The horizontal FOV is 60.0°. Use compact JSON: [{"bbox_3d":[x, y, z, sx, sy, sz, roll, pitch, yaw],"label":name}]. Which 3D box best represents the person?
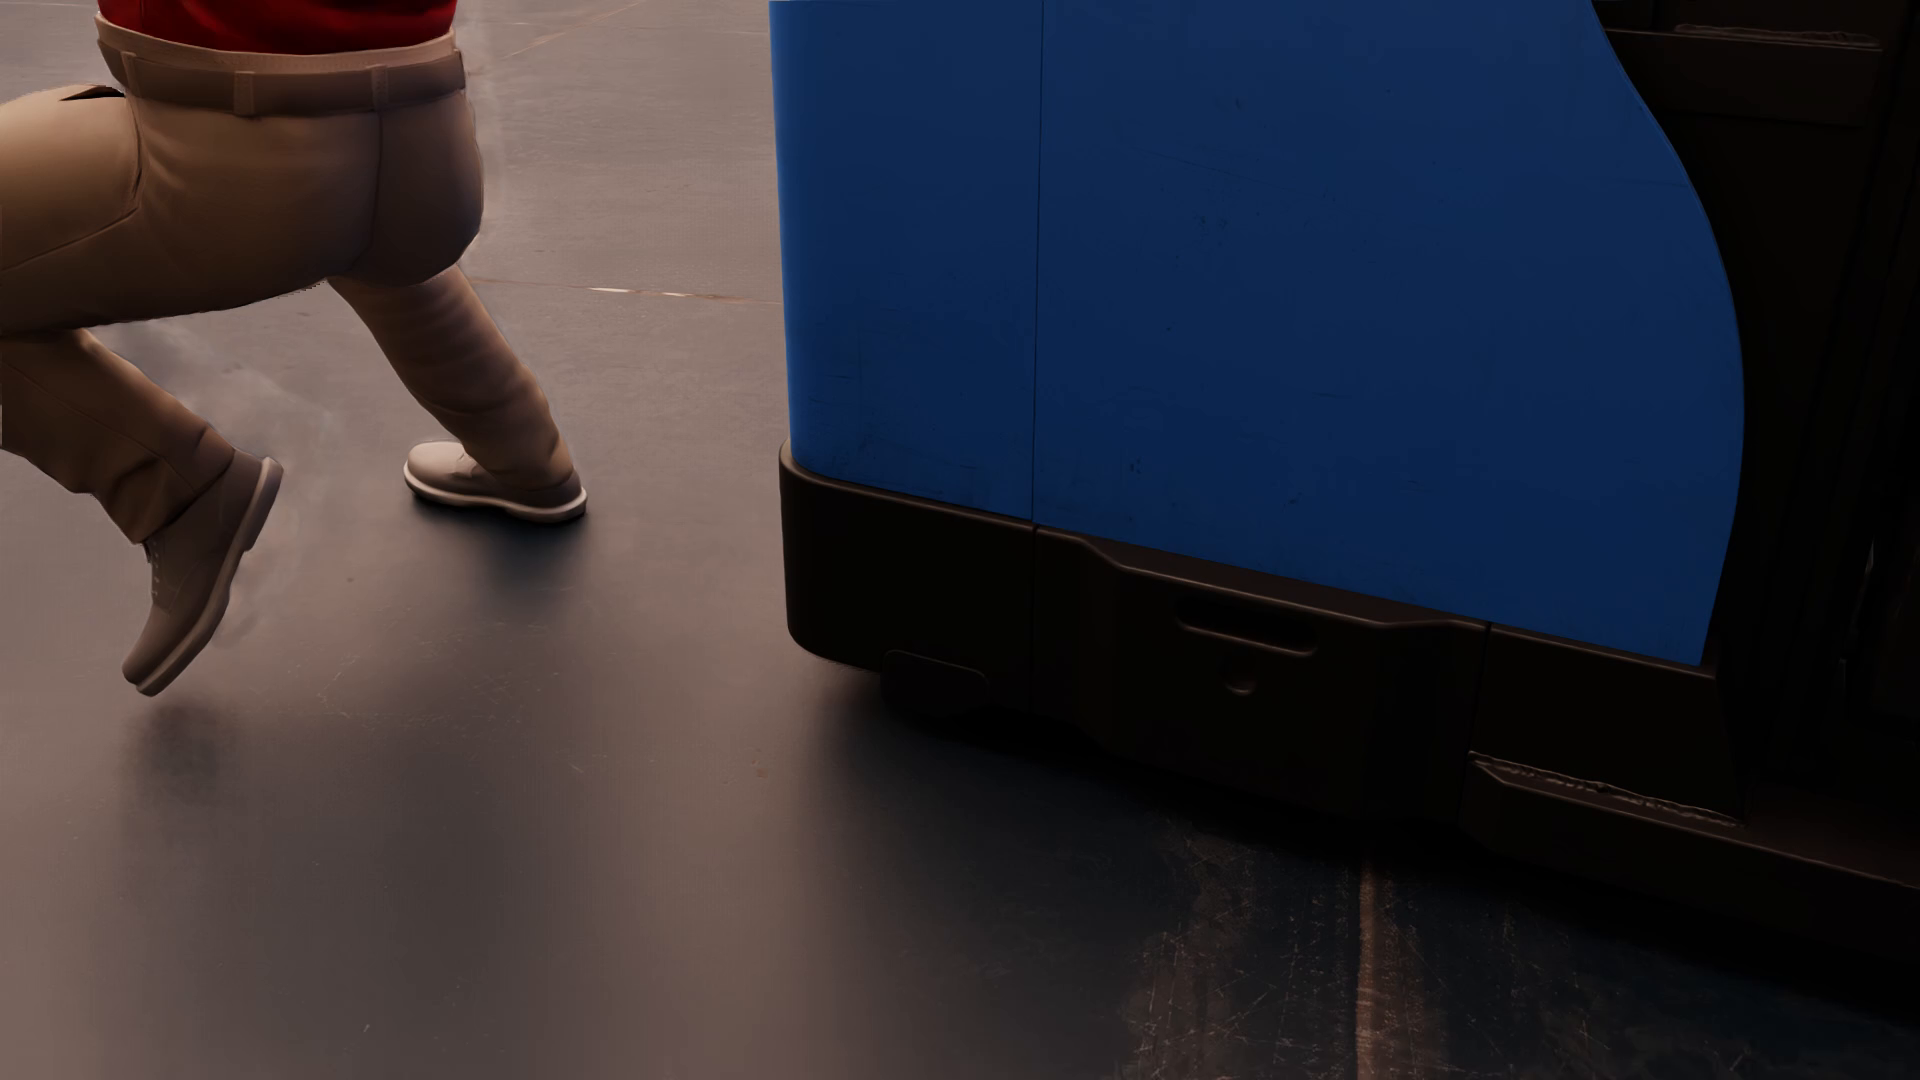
[{"bbox_3d":[-0.915,-0.567,1.976,0.785,1.474,0.916,16,31,29],"label":"person"}]

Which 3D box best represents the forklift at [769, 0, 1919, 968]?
[{"bbox_3d":[1.332,-1.024,1.276,3.031,2.935,1.130,13,29,24],"label":"forklift"}]
